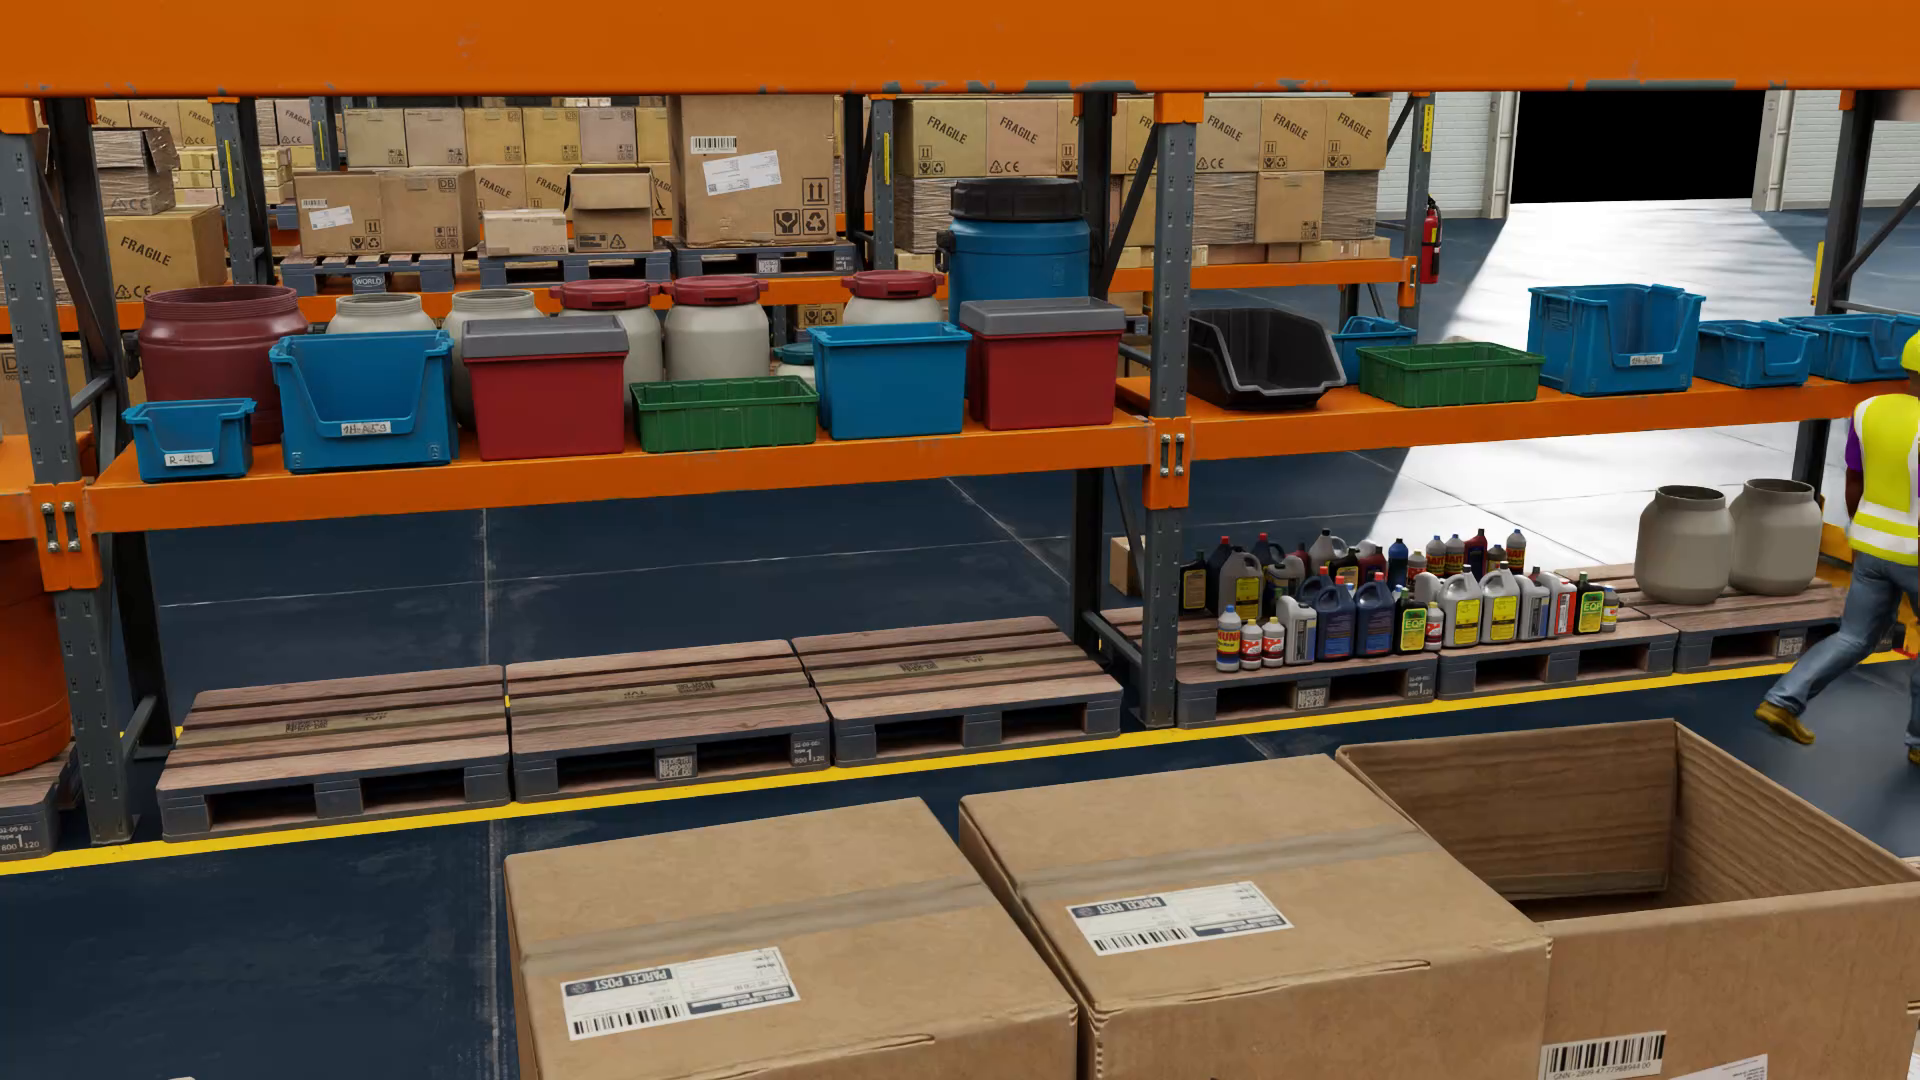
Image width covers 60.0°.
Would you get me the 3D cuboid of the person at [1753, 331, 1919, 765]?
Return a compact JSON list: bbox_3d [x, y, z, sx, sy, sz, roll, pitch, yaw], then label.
[{"bbox_3d":[3.583,0.040,6.353,0.938,1.740,0.582,-5,17,-18],"label":"person"}]
